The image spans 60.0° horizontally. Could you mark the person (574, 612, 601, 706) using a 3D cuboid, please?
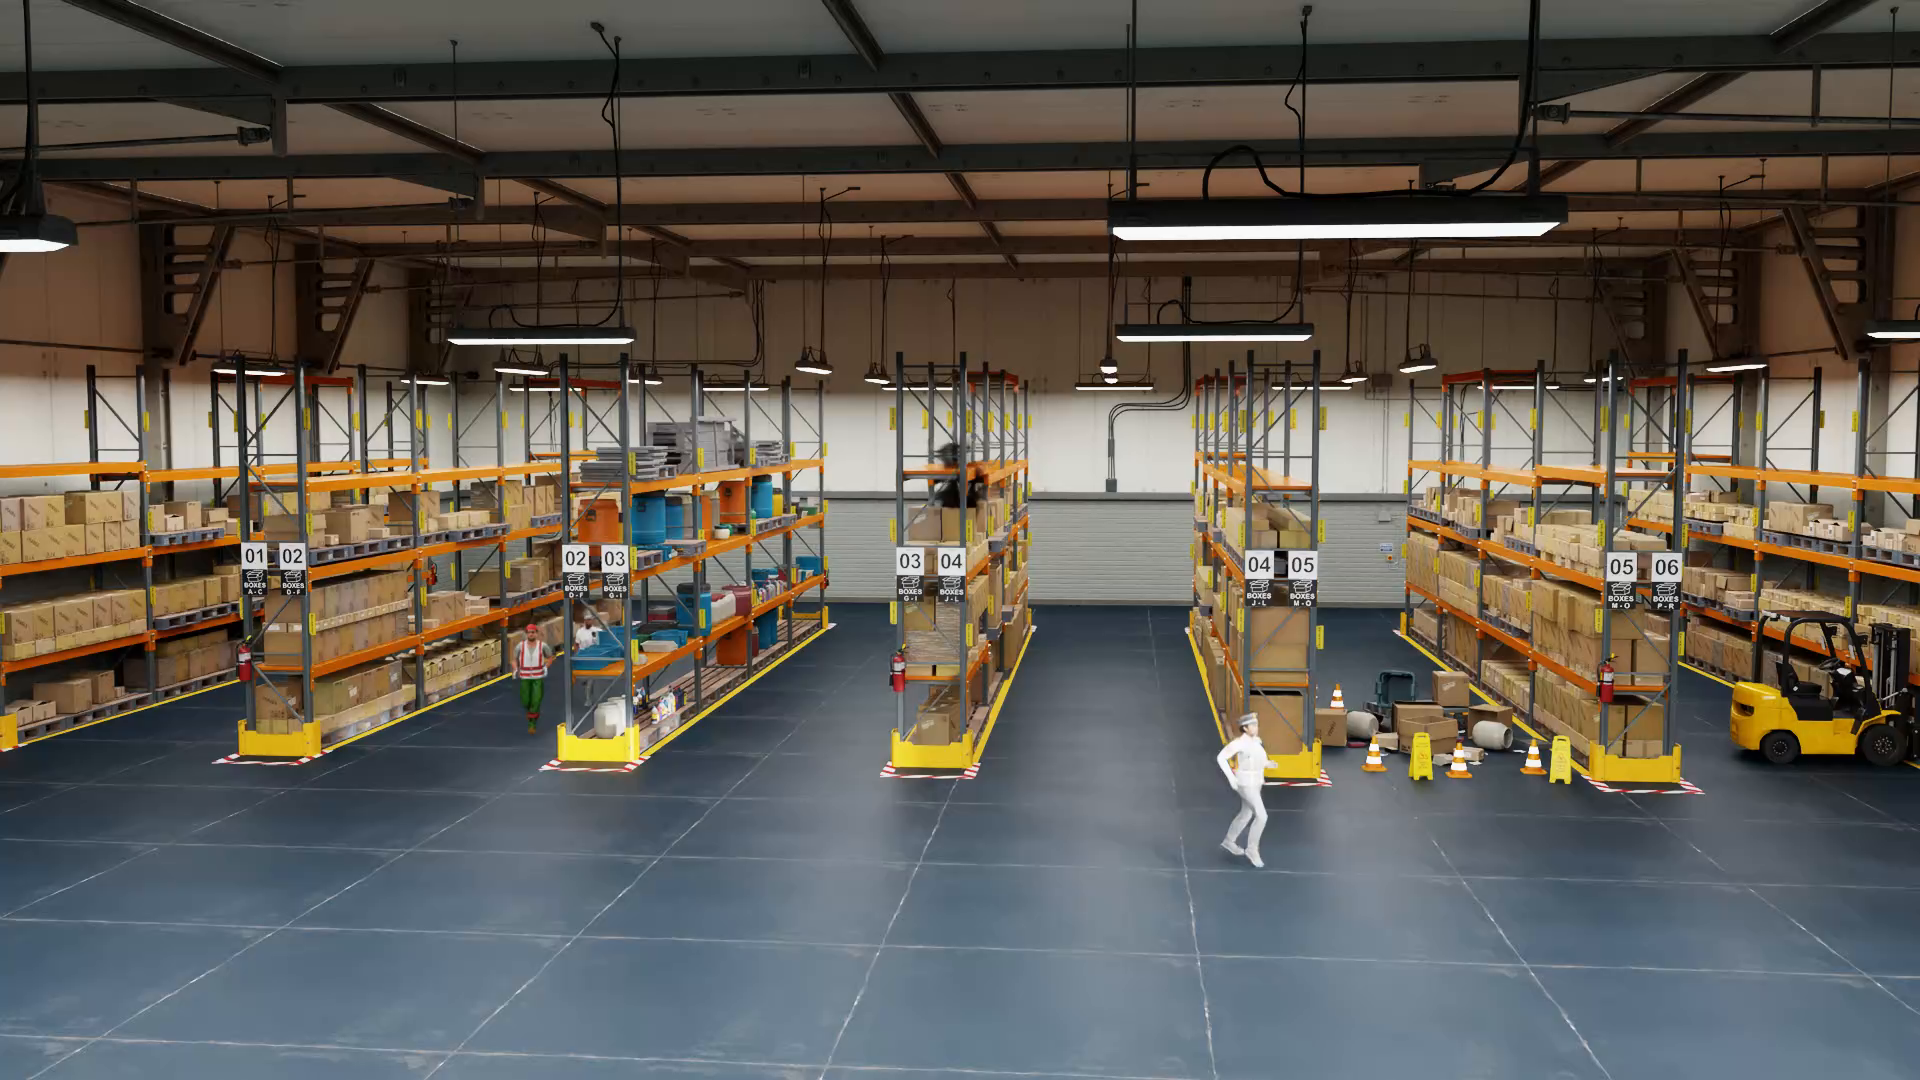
[{"bbox_3d":[-6.560,2.088,29.486,0.575,1.662,0.589,0,4,0],"label":"person"}]

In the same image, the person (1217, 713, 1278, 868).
[{"bbox_3d":[3.283,2.823,18.870,0.719,1.743,0.576,3,5,39],"label":"person"}]

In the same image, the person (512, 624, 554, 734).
[{"bbox_3d":[-6.900,2.226,26.865,0.656,1.749,0.704,-1,4,-12],"label":"person"}]
